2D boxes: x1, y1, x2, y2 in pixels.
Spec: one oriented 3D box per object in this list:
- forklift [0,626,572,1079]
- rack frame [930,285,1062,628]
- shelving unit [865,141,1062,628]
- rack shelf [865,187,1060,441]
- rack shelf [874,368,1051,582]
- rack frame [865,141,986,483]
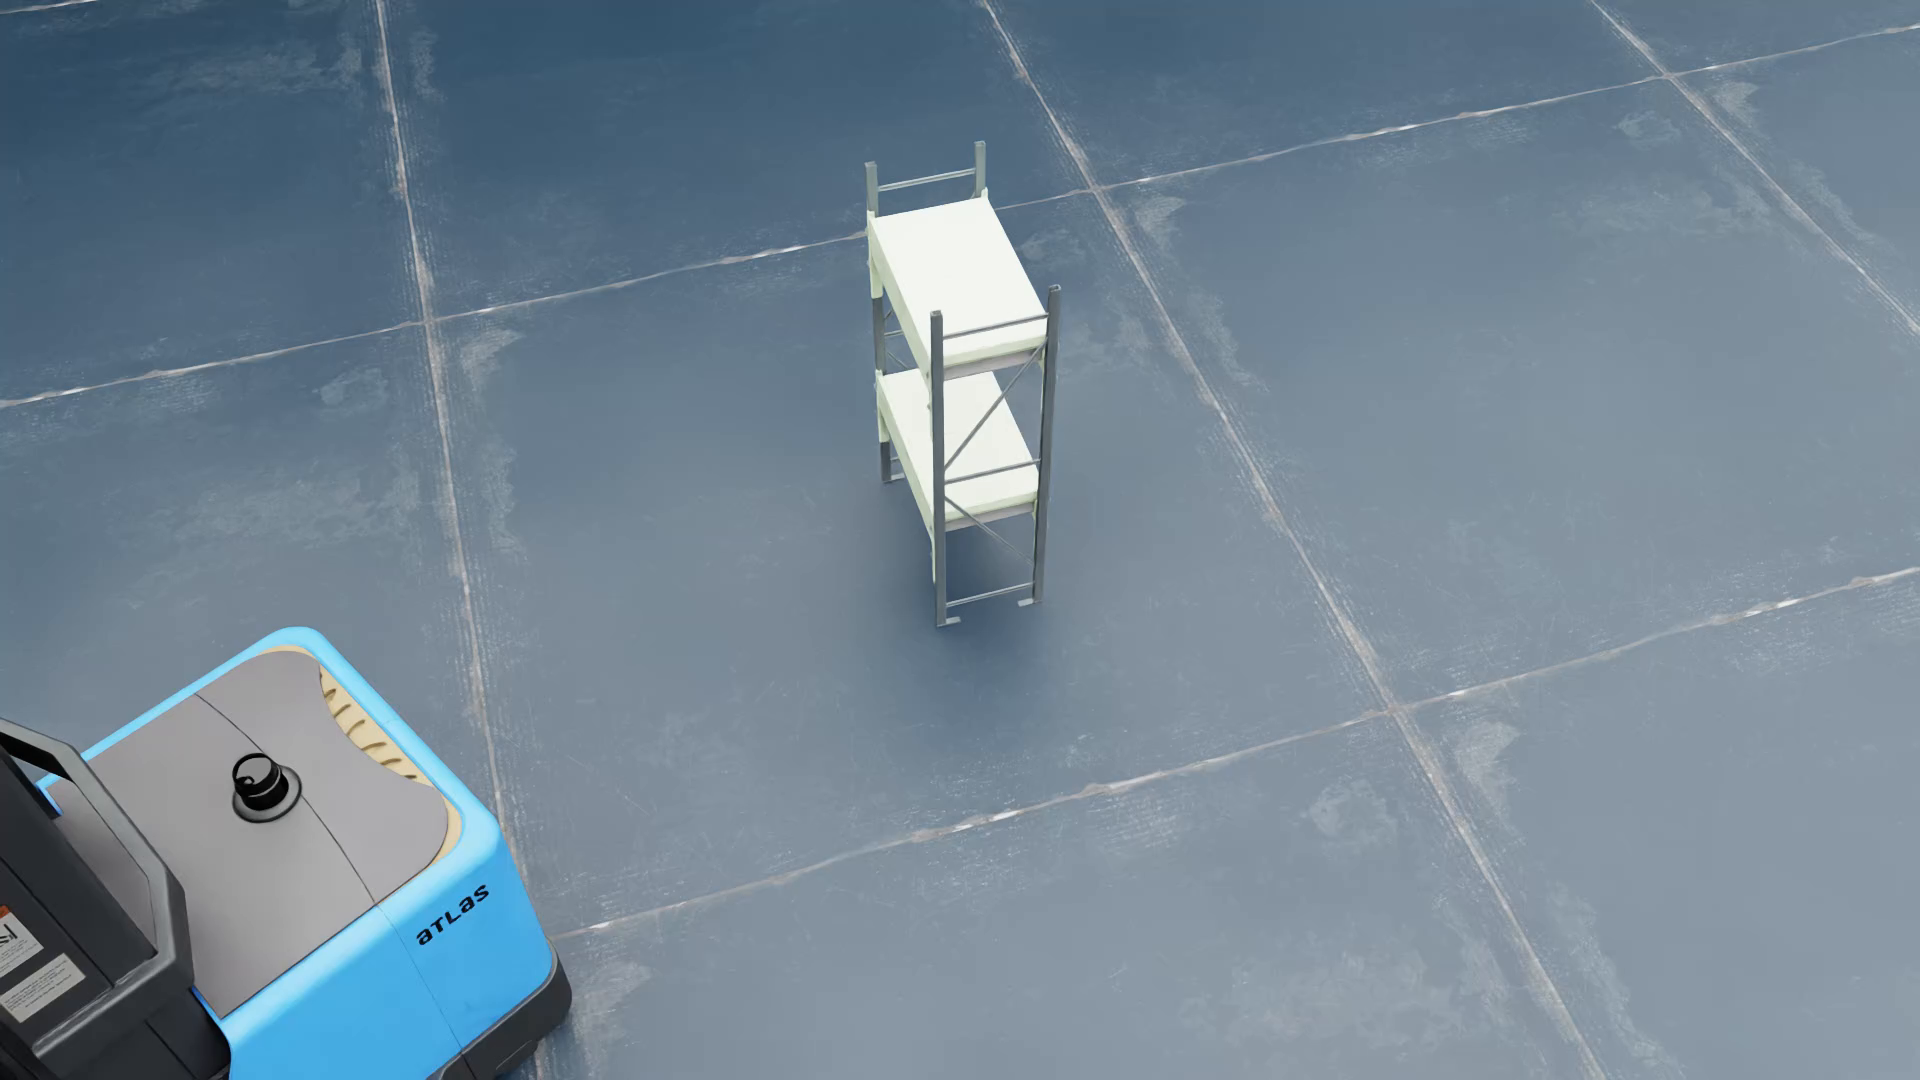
[{"bbox_3d":[-2.560,1.023,3.470,1.130,2.935,3.031,37,59,27],"label":"forklift"},{"bbox_3d":[0.106,-0.221,5.455,0.400,1.500,0.023,-13,51,-11],"label":"rack frame"},{"bbox_3d":[-0.002,-0.488,5.681,0.431,1.500,0.755,-13,51,-11],"label":"shelving unit"},{"bbox_3d":[-0.002,-0.740,5.382,0.431,0.370,0.720,-13,51,-11],"label":"rack shelf"},{"bbox_3d":[-0.002,-0.278,5.930,0.431,0.370,0.720,-13,51,-11],"label":"rack shelf"},{"bbox_3d":[-0.110,-0.756,5.906,0.400,1.500,0.023,-13,51,-11],"label":"rack frame"}]
